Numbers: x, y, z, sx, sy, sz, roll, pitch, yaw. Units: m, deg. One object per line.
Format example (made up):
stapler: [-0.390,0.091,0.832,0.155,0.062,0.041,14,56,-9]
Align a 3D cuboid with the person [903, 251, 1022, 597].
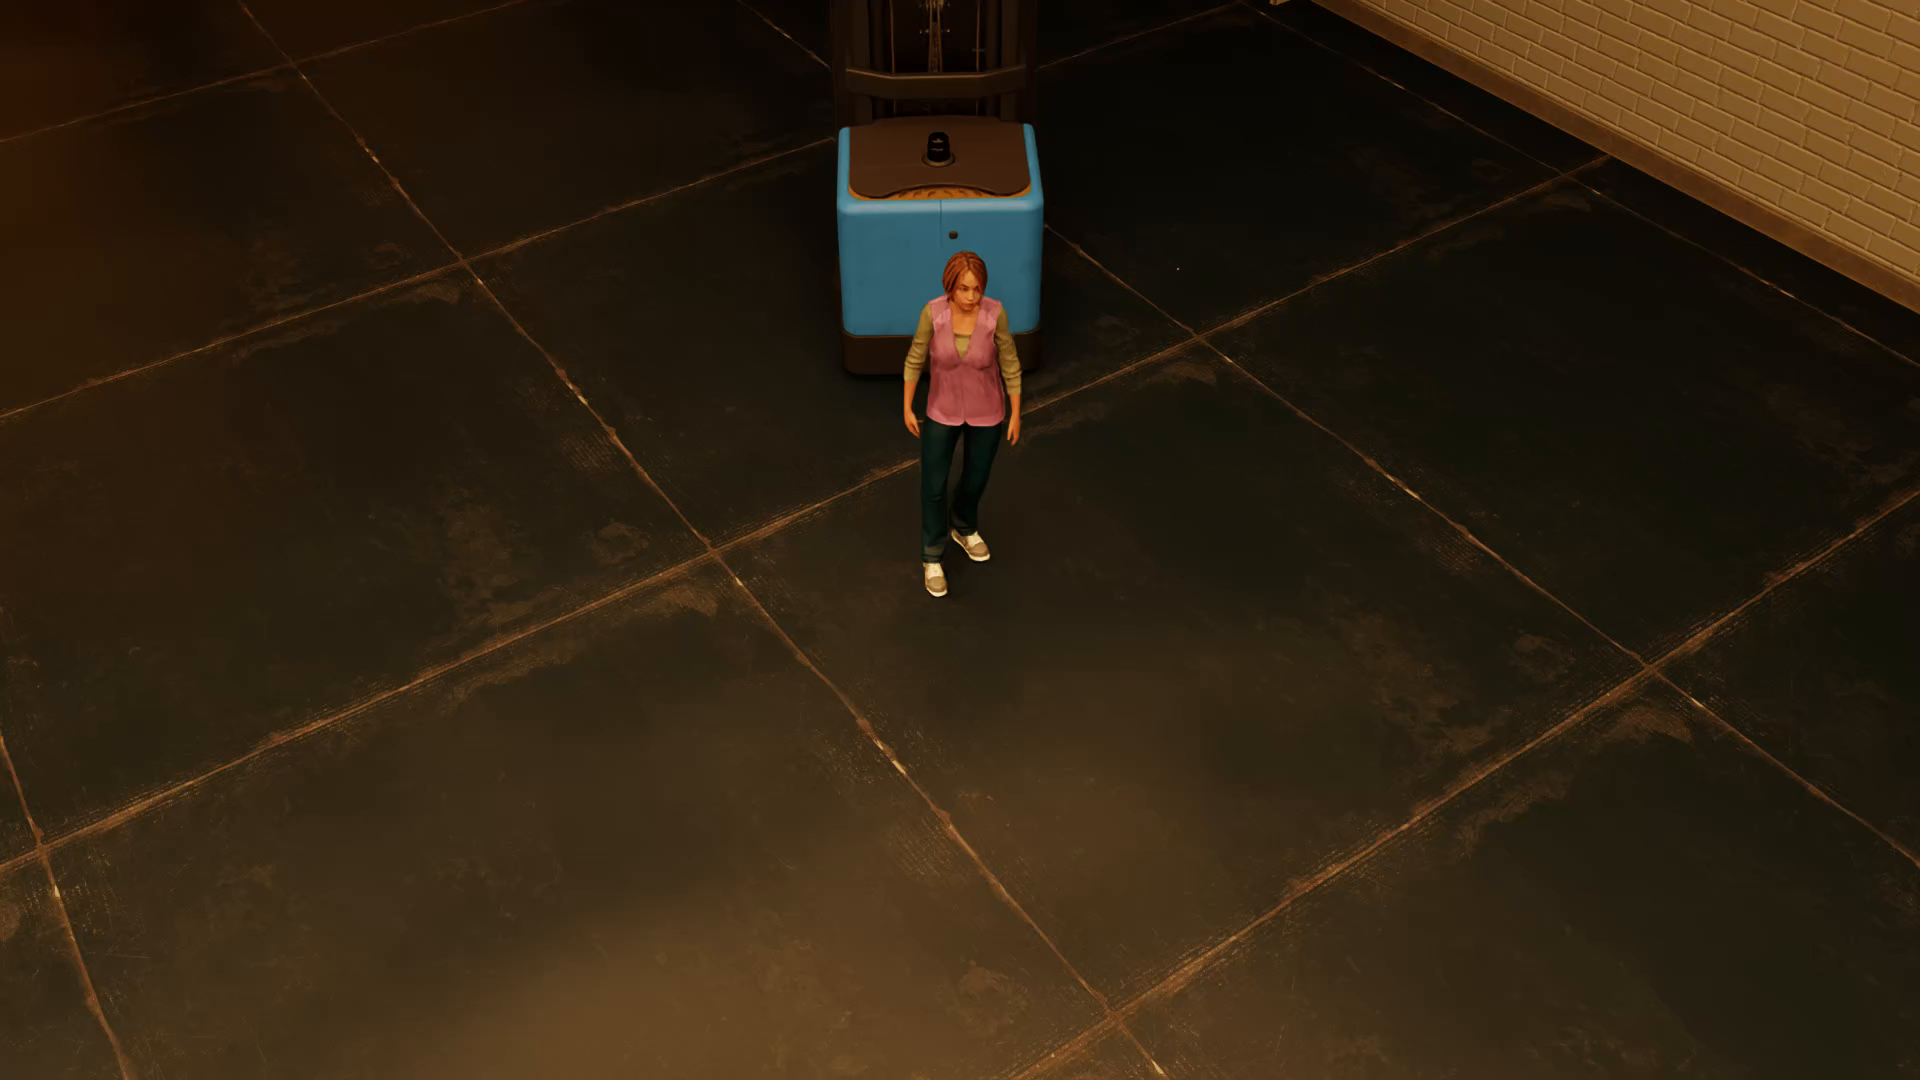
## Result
person: [0.010,-0.484,7.241,0.516,1.590,0.534,0,43,1]

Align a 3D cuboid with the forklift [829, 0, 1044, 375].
forklift: [-0.150,-2.928,8.892,1.130,2.935,3.031,-2,43,-2]
